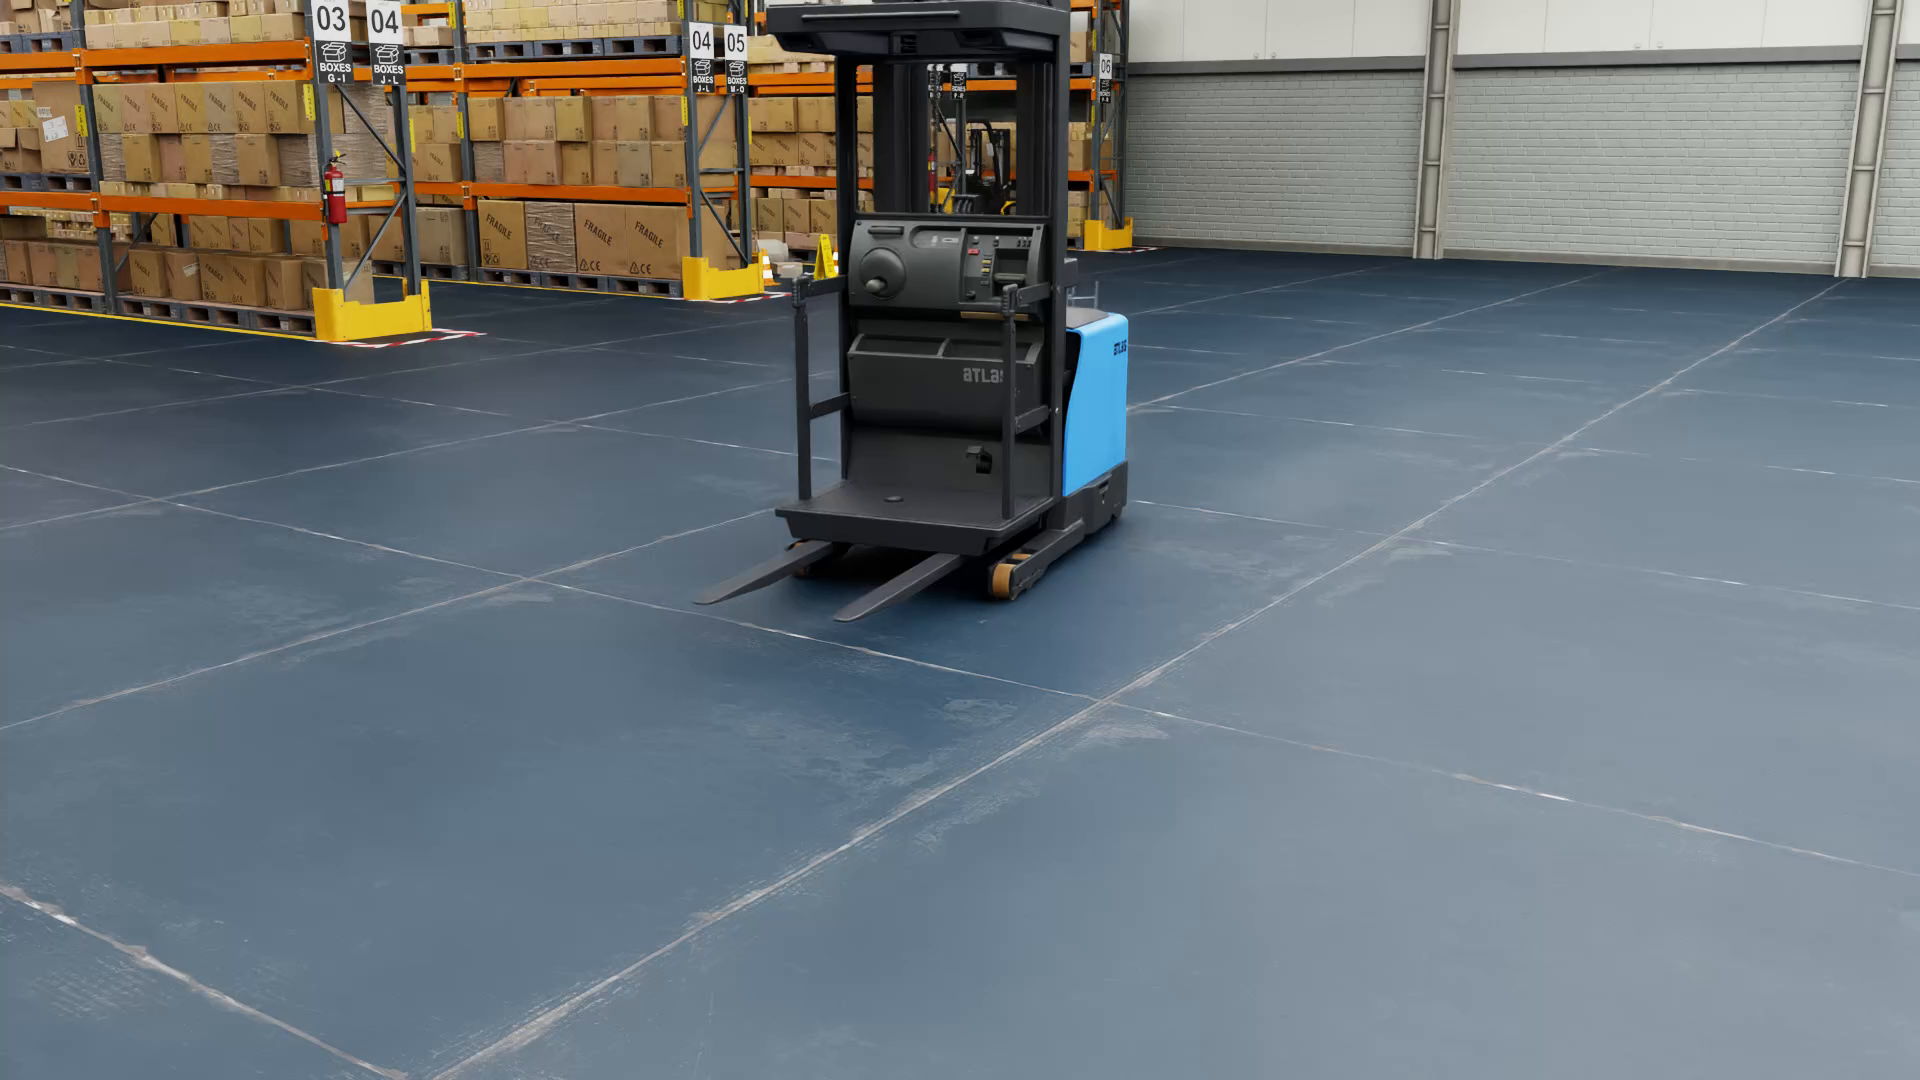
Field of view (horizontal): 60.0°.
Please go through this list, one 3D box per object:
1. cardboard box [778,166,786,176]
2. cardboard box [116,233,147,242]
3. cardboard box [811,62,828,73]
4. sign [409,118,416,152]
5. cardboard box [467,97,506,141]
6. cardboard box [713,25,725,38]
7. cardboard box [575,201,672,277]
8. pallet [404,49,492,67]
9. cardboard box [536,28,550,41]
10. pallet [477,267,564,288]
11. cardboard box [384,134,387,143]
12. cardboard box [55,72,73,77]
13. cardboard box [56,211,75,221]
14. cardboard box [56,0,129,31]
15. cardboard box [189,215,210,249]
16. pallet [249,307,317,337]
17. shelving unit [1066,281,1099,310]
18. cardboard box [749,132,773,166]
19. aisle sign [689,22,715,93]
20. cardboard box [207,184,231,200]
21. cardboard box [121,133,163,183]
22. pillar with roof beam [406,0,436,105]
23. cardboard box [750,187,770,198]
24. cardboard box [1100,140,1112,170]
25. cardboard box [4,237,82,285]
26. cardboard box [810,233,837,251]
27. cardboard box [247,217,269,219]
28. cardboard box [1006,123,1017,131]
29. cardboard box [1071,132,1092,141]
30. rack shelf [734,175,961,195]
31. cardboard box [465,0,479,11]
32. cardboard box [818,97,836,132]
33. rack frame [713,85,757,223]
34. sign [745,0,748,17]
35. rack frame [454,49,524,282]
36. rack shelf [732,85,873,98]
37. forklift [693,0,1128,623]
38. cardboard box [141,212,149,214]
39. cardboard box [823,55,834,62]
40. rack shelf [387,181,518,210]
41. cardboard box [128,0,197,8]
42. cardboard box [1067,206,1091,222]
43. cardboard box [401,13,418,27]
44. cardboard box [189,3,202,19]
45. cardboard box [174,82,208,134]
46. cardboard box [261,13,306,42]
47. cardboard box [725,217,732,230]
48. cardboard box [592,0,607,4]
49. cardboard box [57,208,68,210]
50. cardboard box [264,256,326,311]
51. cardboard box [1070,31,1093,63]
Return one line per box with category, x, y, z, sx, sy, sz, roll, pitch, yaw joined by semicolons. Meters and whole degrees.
cardboard box;-2.579;-5.658;25.461;0.250;0.149;0.380;9;17;33
cardboard box;-13.394;-4.886;26.878;0.250;0.149;0.380;9;17;34
cardboard box;-1.994;-6.996;24.622;0.250;0.149;0.380;9;16;32
sign;-5.470;-4.025;16.540;0.005;0.325;0.100;9;17;33
cardboard box;-5.953;-5.549;21.938;0.550;0.550;0.875;9;17;33
cardboard box;-3.027;-6.169;20.198;0.250;0.149;0.380;9;17;33
cardboard box;-4.252;-3.840;21.141;0.875;0.875;0.875;9;16;32
pallet;-7.028;-6.485;22.433;1.217;0.209;0.805;8;16;31
cardboard box;-5.070;-6.308;20.762;0.250;0.149;0.380;9;17;33
pallet;-5.653;-3.537;22.174;1.213;0.211;1.003;9;17;33
cardboard box;-7.921;-5.812;23.272;0.500;0.500;0.700;9;17;32
cardboard box;-14.266;-7.614;26.908;0.500;0.250;0.500;9;16;32
cardboard box;-14.849;-5.416;27.781;0.250;0.149;0.380;9;17;34
cardboard box;-9.427;-5.826;18.285;0.637;0.503;0.797;8;16;30
cardboard box;-11.531;-4.782;25.726;0.500;0.500;0.500;10;17;34
pallet;-6.491;-2.269;17.051;1.213;0.211;1.003;9;17;33
shelving unit;0.575;-0.811;9.077;0.258;1.200;0.189;-8;16;-38
cardboard box;-2.922;-6.025;25.592;0.500;0.500;0.500;9;17;33
aisle sign;-3.030;-5.665;19.554;0.004;0.787;0.394;9;17;33
cardboard box;-7.428;-3.552;16.953;0.250;0.149;0.380;9;17;33
cardboard box;-8.358;-4.079;17.733;0.500;0.500;0.875;9;17;33
pillar with roof beam;-14.888;-11.204;34.855;0.400;9.000;9.100;9;17;33
cardboard box;-3.152;-5.395;25.814;0.250;0.149;0.380;9;17;34
cardboard box;2.269;-6.633;28.669;0.500;0.500;0.500;10;17;35
cardboard box;-10.903;-3.337;19.849;0.500;0.500;0.700;11;18;37
cardboard box;-1.926;-4.537;25.256;0.500;0.250;0.500;8;16;31
cardboard box;-10.273;-4.939;24.800;0.500;0.250;0.500;9;16;31
cardboard box;0.995;-7.128;28.698;0.250;0.149;0.380;10;17;34
cardboard box;2.081;-6.817;28.061;0.250;0.149;0.380;9;17;34
rack shelf;-1.902;-5.392;25.358;4.000;0.370;1.077;9;17;33
cardboard box;-6.128;-6.866;21.354;0.250;0.149;0.380;9;17;33
cardboard box;-1.684;-6.293;24.595;0.500;0.500;0.700;9;16;32
rack frame;-3.561;-6.009;26.356;0.127;3.000;1.000;9;17;33
sign;-2.606;-6.501;20.116;0.005;0.325;0.100;9;17;33
rack frame;-6.240;-5.009;22.314;0.127;3.000;1.000;9;17;33
rack shelf;-2.454;-8.374;31.165;4.000;0.370;1.077;9;17;33
forklift;-0.148;-1.272;7.362;1.130;2.935;3.031;6;15;22
cardboard box;-13.244;-5.326;27.419;0.250;0.149;0.380;10;17;36
cardboard box;-1.667;-7.152;24.421;0.500;0.250;0.500;10;17;34
rack shelf;-7.900;-4.928;23.484;4.000;0.370;1.077;9;17;33
cardboard box;-8.576;-5.915;17.867;0.500;0.500;0.500;9;16;31
cardboard box;1.946;-5.578;28.420;0.500;0.250;0.500;9;16;32
cardboard box;-7.961;-7.125;23.330;0.500;0.500;0.500;9;17;33
cardboard box;-7.455;-5.270;16.612;0.250;0.149;0.380;8;16;30
cardboard box;-7.609;-4.402;16.954;0.500;0.500;0.500;9;17;33
cardboard box;-6.315;-4.894;15.921;0.500;0.250;0.500;10;17;34
cardboard box;-3.998;-5.007;26.903;0.625;0.372;0.950;9;17;34
cardboard box;-4.231;-6.560;20.118;0.250;0.149;0.380;9;17;33
cardboard box;-15.440;-5.661;28.770;0.250;0.149;0.380;10;17;34
cardboard box;-6.797;-2.648;17.104;0.500;0.500;0.500;-12;18;-39
cardboard box;2.022;-8.231;27.797;0.500;0.500;0.500;10;17;35
